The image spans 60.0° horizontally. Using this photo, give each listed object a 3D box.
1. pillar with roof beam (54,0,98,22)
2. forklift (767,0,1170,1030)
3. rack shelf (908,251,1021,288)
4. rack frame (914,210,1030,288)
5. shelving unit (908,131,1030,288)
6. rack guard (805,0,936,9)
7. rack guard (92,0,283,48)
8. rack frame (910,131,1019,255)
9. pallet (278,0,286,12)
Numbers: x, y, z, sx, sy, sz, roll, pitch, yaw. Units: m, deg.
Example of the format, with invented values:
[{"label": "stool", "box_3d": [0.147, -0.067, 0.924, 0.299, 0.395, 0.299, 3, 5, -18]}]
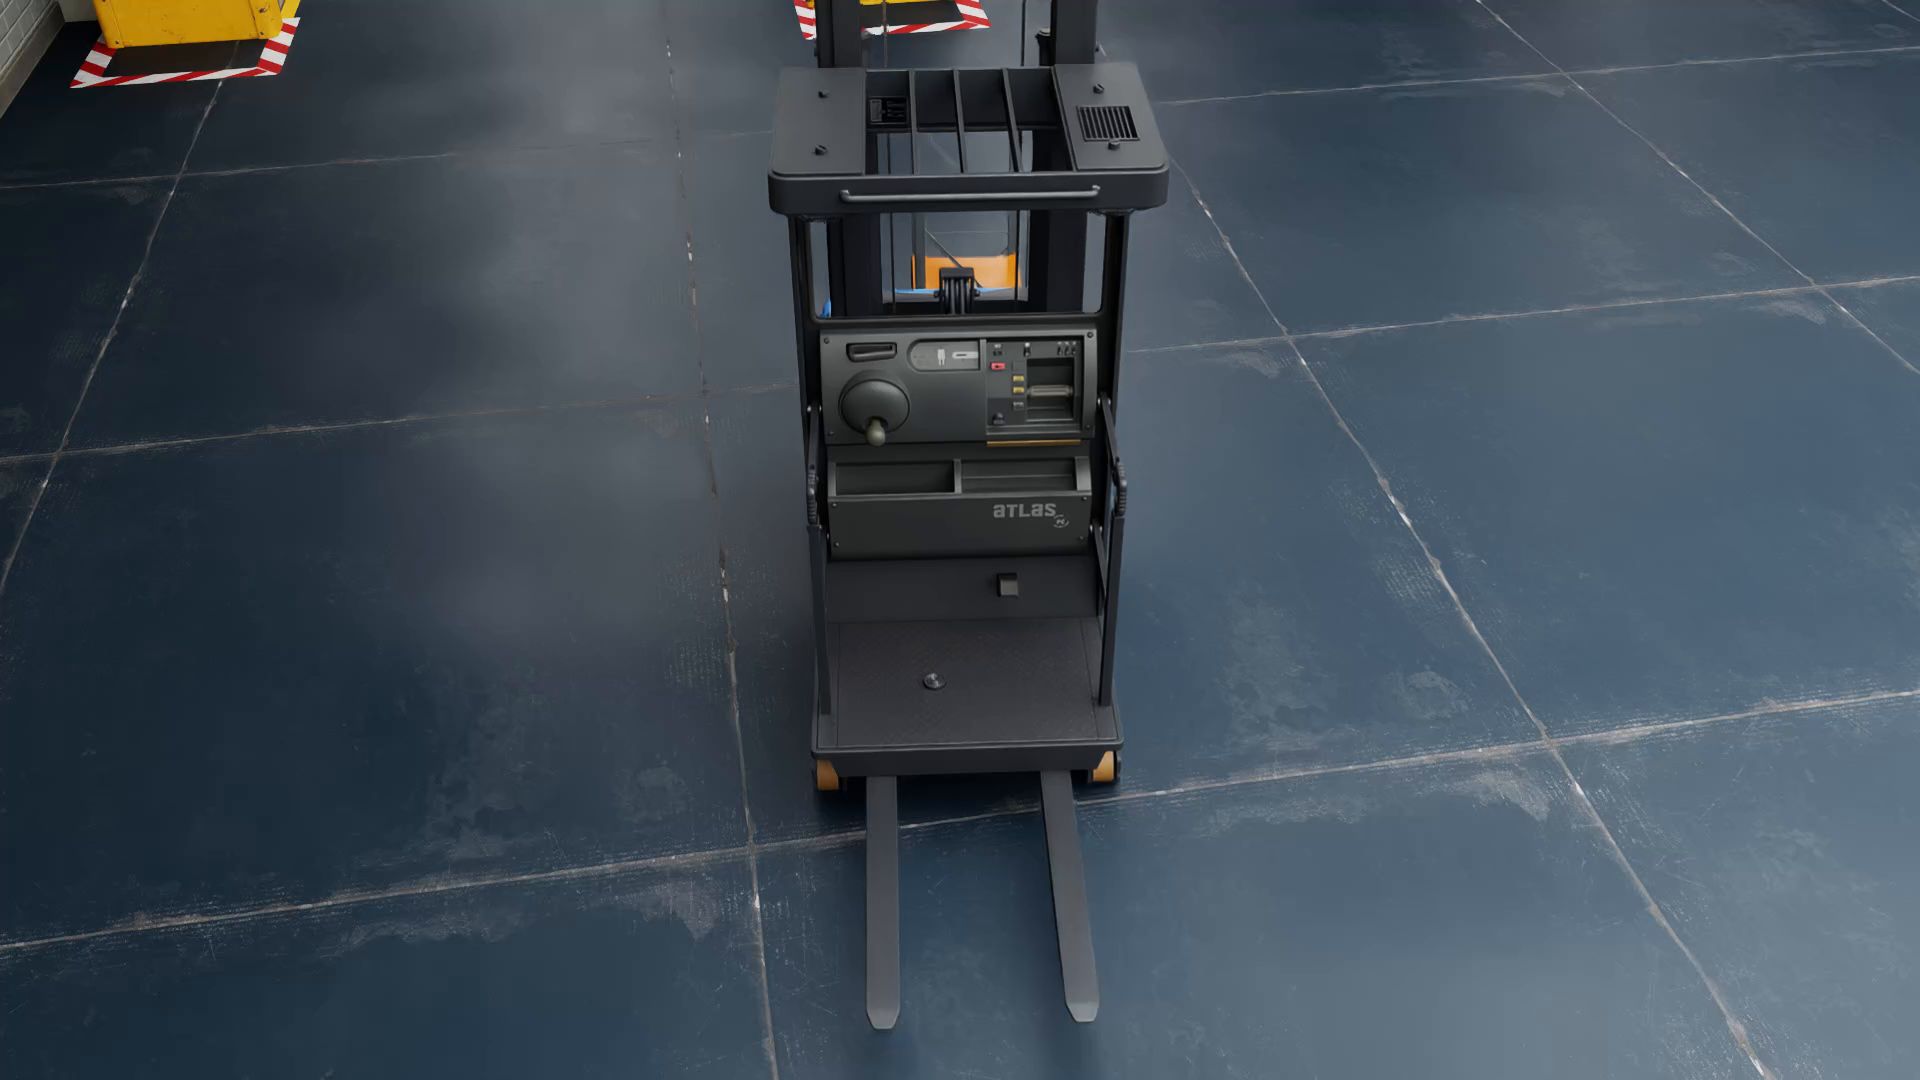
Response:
[{"label": "pillar with roof beam", "box_3d": [-2.194, -7.921, 10.111, 9.100, 9.000, 0.400, -6, 38, -8]}, {"label": "forklift", "box_3d": [0.008, -0.448, 5.438, 1.130, 2.935, 3.031, -2, 38, -2]}, {"label": "rack shelf", "box_3d": [0.042, -1.003, 7.612, 0.538, 0.185, 1.000, -2, 38, -2]}, {"label": "rack frame", "box_3d": [0.064, -0.833, 7.100, 0.500, 1.500, 0.032, -2, 38, -2]}, {"label": "shelving unit", "box_3d": [0.042, -1.151, 7.509, 0.587, 1.500, 1.083, -2, 38, -2]}, {"label": "rack guard", "box_3d": [-0.578, -4.292, 12.368, 1.175, 0.500, 0.348, -6, 38, -8]}, {"label": "rack guard", "box_3d": [-5.472, -3.818, 11.757, 1.175, 0.500, 0.348, -6, 38, -8]}, {"label": "rack frame", "box_3d": [0.020, -1.457, 7.902, 0.500, 1.500, 0.032, -2, 38, -2]}, {"label": "pallet", "box_3d": [-5.579, -4.198, 12.482, 1.003, 0.211, 1.213, -6, 38, -8]}]
